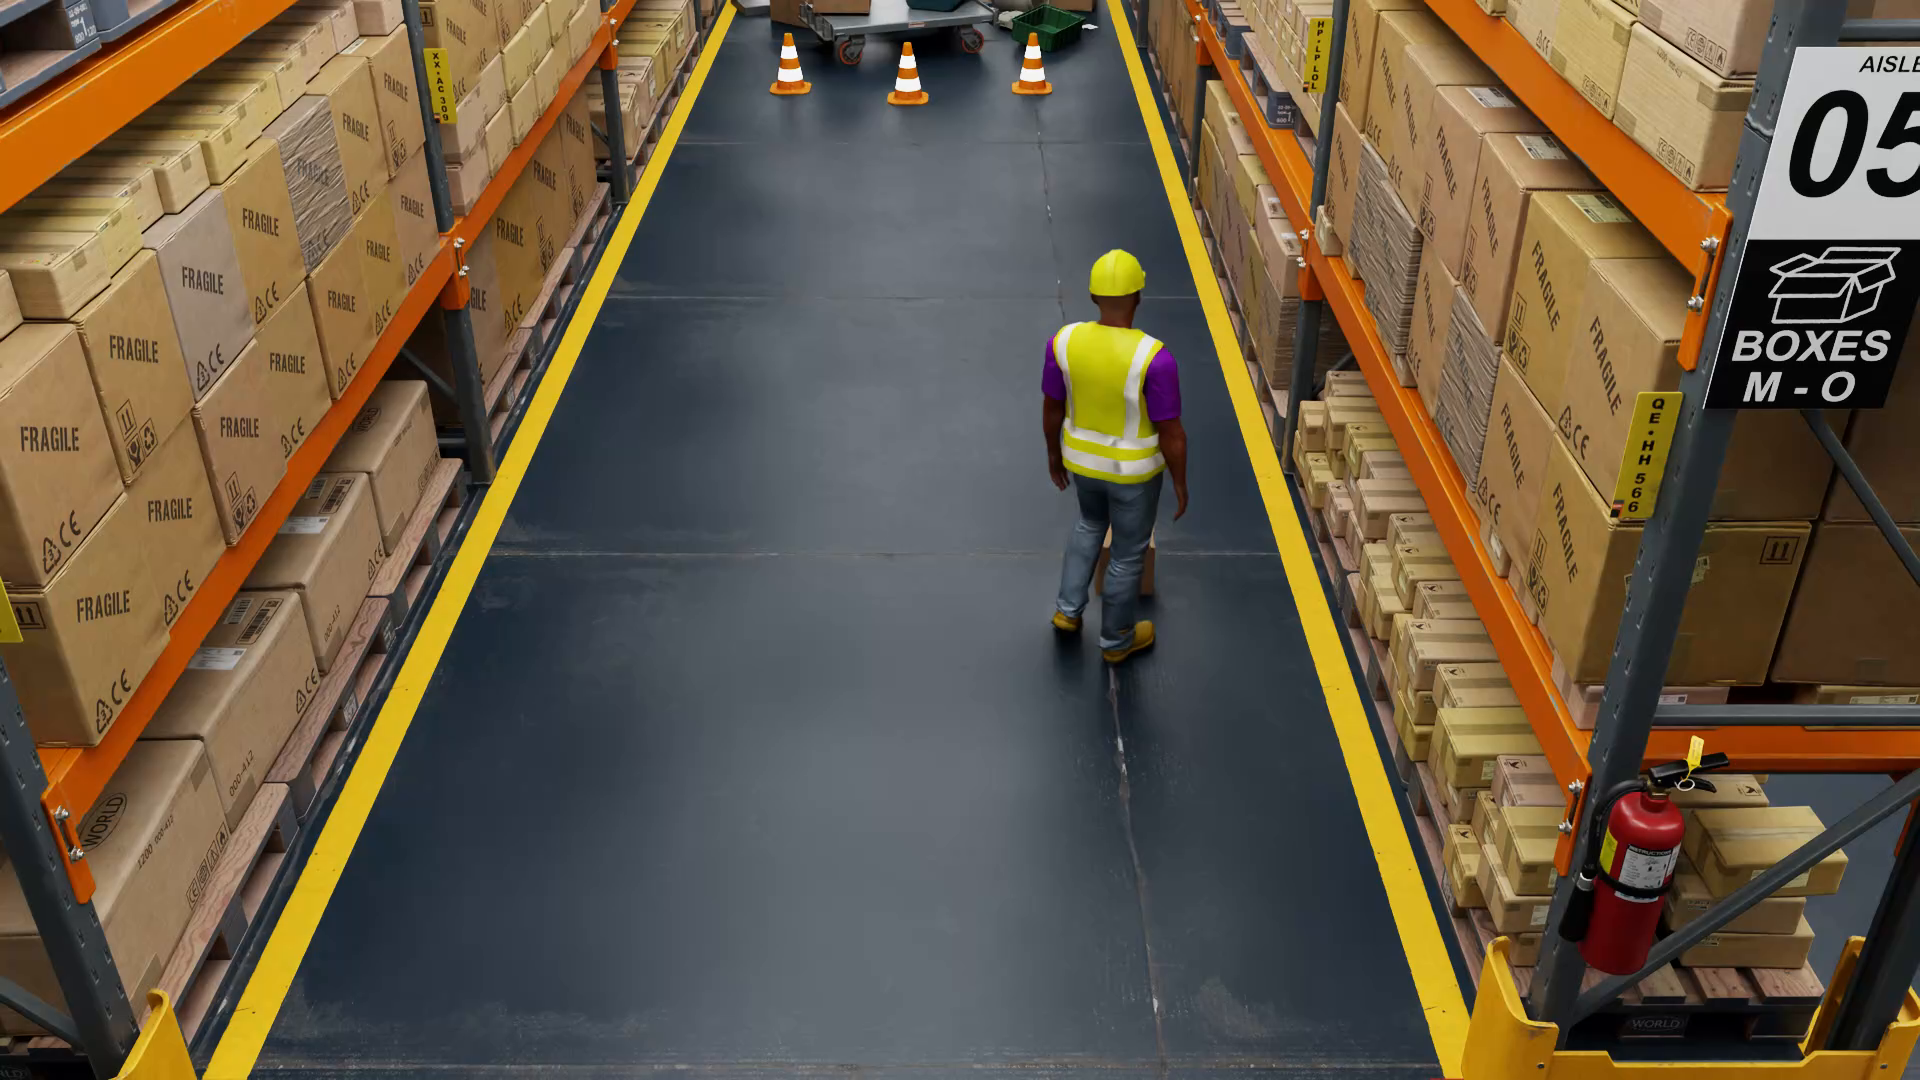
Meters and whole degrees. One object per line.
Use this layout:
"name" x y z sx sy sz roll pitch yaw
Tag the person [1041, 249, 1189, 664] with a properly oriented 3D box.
"person" 0.639 -0.309 6.596 0.612 1.770 0.425 20 36 29
